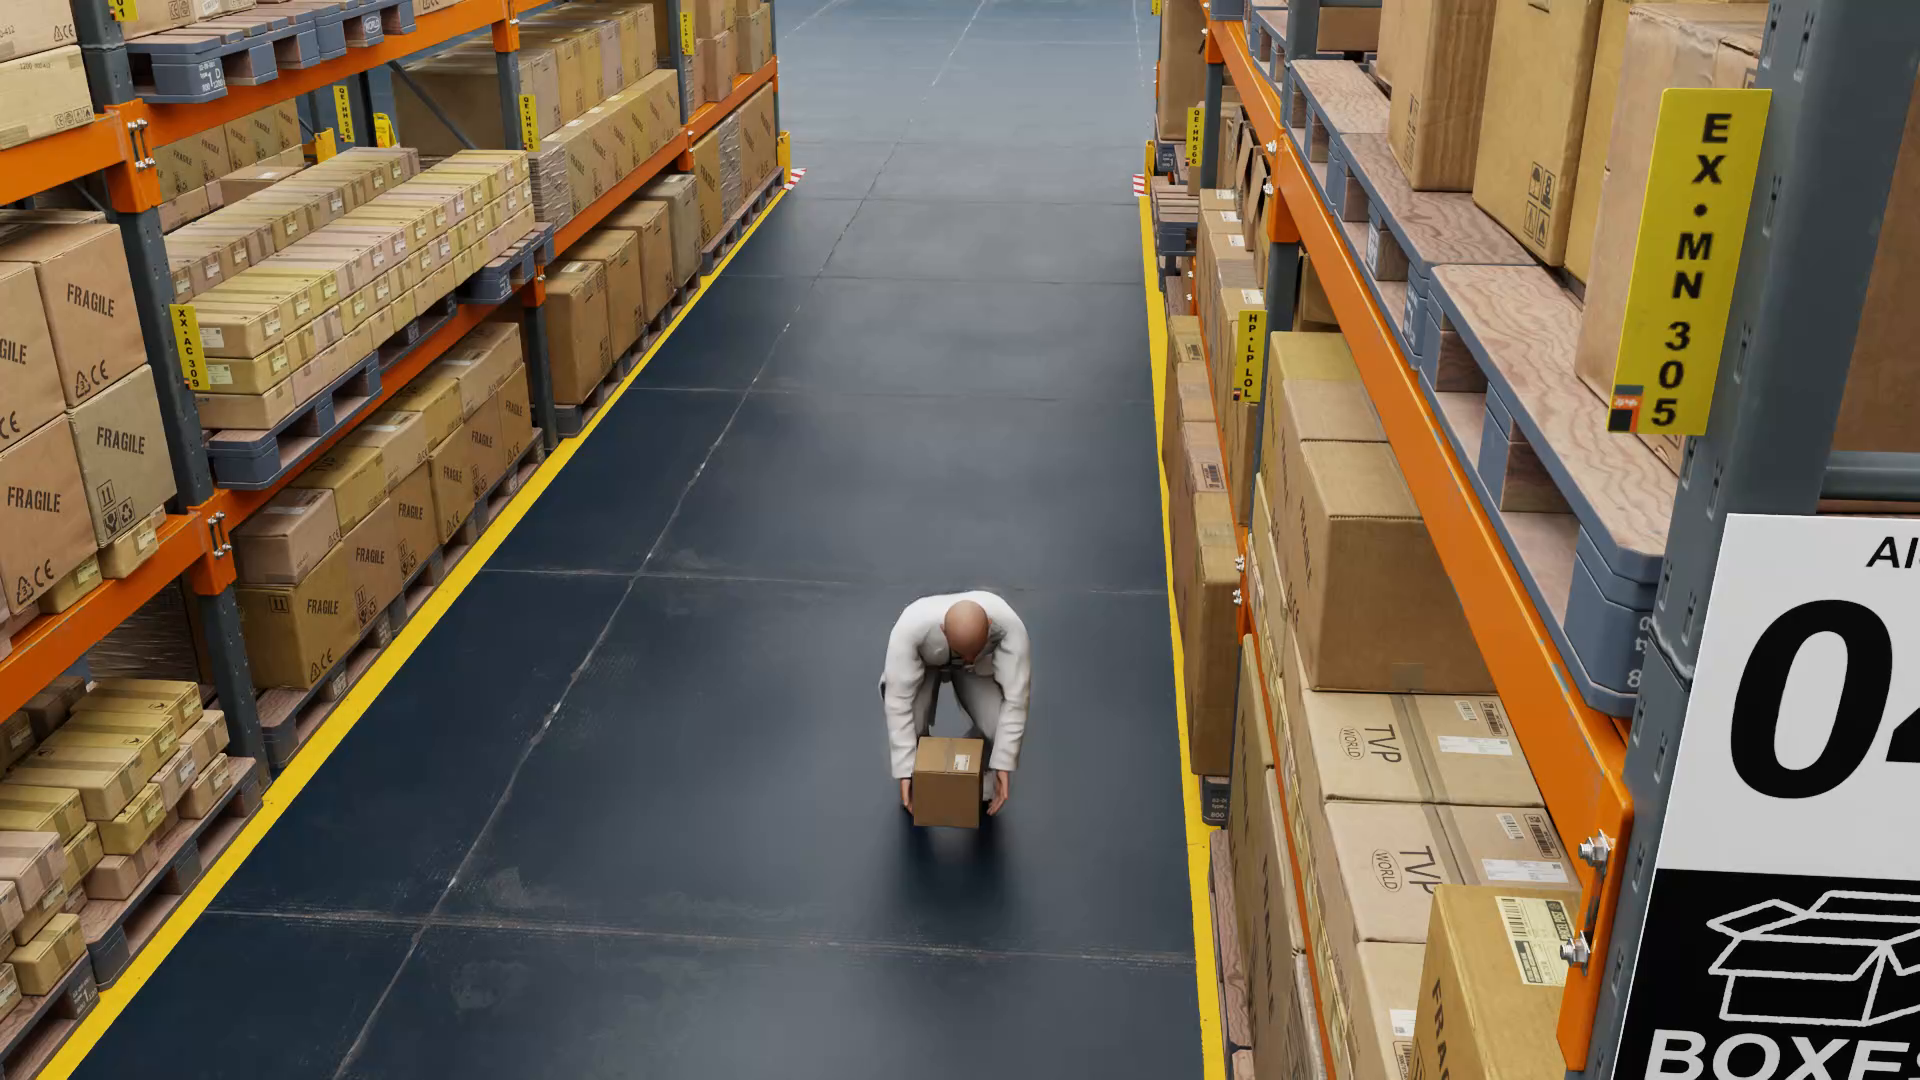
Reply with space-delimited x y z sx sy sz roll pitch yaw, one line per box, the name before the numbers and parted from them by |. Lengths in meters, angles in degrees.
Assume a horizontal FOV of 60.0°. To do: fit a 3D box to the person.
person | -0.027 0.602 6.698 0.609 1.029 0.895 -1 24 -1
